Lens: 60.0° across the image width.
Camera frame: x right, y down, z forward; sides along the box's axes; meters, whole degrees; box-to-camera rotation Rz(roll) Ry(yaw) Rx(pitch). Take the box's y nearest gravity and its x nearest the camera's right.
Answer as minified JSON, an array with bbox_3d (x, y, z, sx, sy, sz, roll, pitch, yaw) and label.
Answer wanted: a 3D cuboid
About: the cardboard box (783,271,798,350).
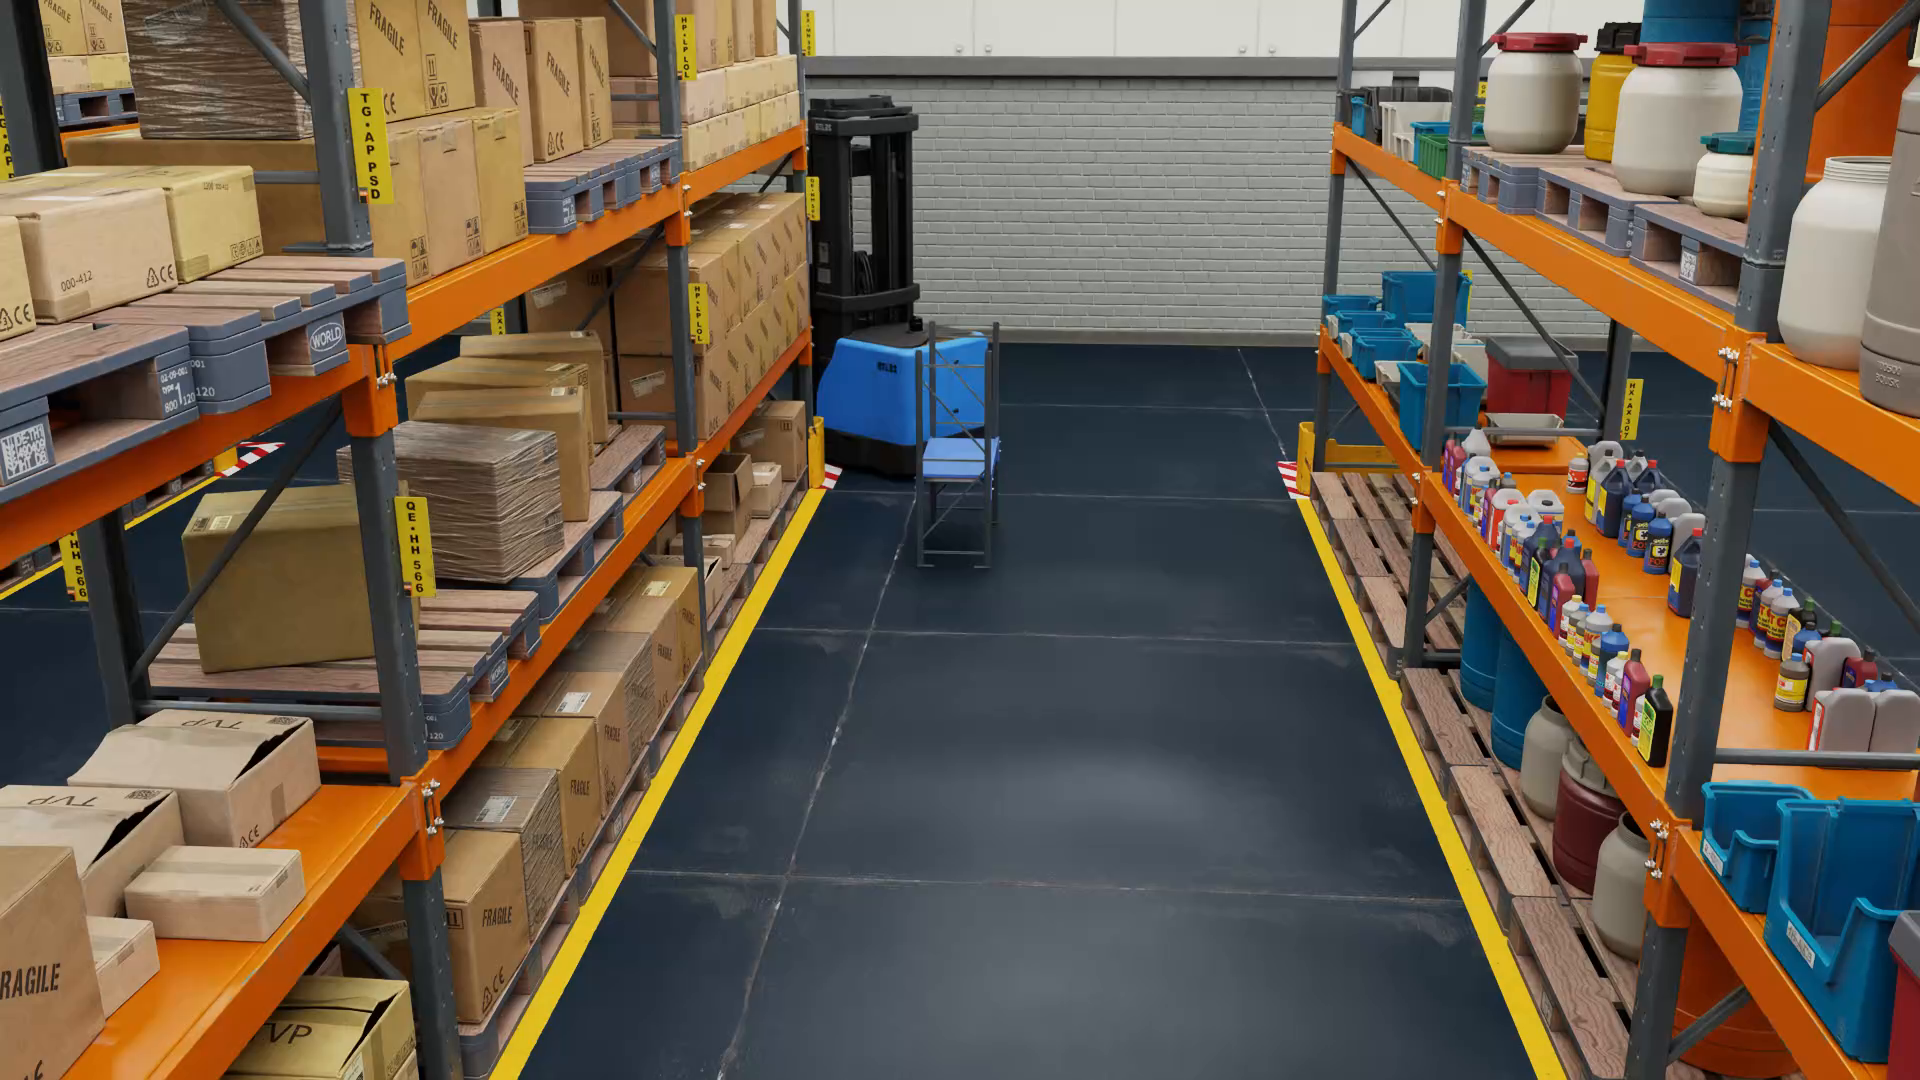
[{"bbox_3d":[-1.469,-1.664,12.023,0.500,0.500,0.500,1,18,4],"label":"cardboard box"}]

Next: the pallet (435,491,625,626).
[{"bbox_3d":[-2.113,0.049,7.264,1.003,0.211,1.213,1,18,4],"label":"pallet"}]

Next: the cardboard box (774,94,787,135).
[{"bbox_3d":[-1.495,-2.956,11.551,0.500,0.250,0.500,1,18,4],"label":"cardboard box"}]

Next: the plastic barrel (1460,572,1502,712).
[{"bbox_3d":[2.923,0.398,8.588,0.600,0.901,0.708,1,18,4],"label":"plastic barrel"}]

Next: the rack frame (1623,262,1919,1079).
[{"bbox_3d":[2.692,0.674,5.049,1.000,3.000,0.127,1,18,4],"label":"rack frame"}]

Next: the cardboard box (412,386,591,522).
[{"bbox_3d":[-2.026,-0.377,7.422,0.700,0.500,0.500,-3,18,-10],"label":"cardboard box"}]

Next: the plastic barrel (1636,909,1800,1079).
[{"bbox_3d":[2.710,1.353,5.787,0.600,0.830,0.708,1,18,4],"label":"plastic barrel"}]

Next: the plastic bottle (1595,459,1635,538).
[{"bbox_3d":[3.082,-0.198,7.790,0.144,0.351,0.185,1,18,4],"label":"plastic bottle"}]

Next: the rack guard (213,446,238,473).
[{"bbox_3d":[-6.614,-0.852,13.719,1.175,0.500,0.348,1,18,4],"label":"rack guard"}]

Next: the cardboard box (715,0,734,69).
[{"bbox_3d":[-1.758,-3.088,9.946,0.700,0.500,0.500,1,18,4],"label":"cardboard box"}]

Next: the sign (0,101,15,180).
[{"bbox_3d":[-2.789,-1.122,4.882,0.100,0.325,0.005,1,18,4],"label":"sign"}]

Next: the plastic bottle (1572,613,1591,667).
[{"bbox_3d":[2.374,0.375,6.281,0.097,0.201,0.097,0,18,0],"label":"plastic bottle"}]

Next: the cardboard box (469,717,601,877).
[{"bbox_3d":[-1.858,1.087,7.095,0.500,0.500,0.500,1,18,3],"label":"cardboard box"}]

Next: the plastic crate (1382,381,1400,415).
[{"bbox_3d":[2.791,-0.820,9.953,0.437,0.125,0.590,1,18,4],"label":"plastic crate"}]

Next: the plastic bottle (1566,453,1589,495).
[{"bbox_3d":[3.147,-0.341,8.467,0.097,0.201,0.097,0,18,0],"label":"plastic bottle"}]

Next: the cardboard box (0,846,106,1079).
[{"bbox_3d":[-2.352,1.036,3.783,0.500,0.500,0.500,0,18,1],"label":"cardboard box"}]

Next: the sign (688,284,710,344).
[{"bbox_3d":[-1.408,-1.219,8.967,0.100,0.325,0.005,1,18,4],"label":"sign"}]

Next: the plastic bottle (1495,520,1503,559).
[{"bbox_3d":[2.464,-0.016,7.473,0.097,0.201,0.097,0,18,0],"label":"plastic bottle"}]

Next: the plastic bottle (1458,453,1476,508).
[{"bbox_3d":[2.521,-0.295,8.213,0.097,0.271,0.097,0,18,0],"label":"plastic bottle"}]

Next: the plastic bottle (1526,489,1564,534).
[{"bbox_3d":[2.651,-0.083,7.559,0.152,0.276,0.135,1,18,4],"label":"plastic bottle"}]

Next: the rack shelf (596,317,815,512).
[{"bbox_3d":[-1.818,-0.960,11.189,1.077,0.370,4.000,1,18,4],"label":"rack shelf"}]

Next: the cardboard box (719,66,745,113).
[{"bbox_3d":[-1.597,-2.728,10.051,0.500,0.250,0.500,1,18,4],"label":"cardboard box"}]

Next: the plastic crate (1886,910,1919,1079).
[{"bbox_3d":[2.271,1.138,3.529,0.402,0.464,0.583,1,18,4],"label":"plastic crate"}]

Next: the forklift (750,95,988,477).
[{"bbox_3d":[-1.190,-2.265,14.129,3.031,2.935,1.130,16,24,39],"label":"forklift"}]

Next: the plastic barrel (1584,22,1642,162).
[{"bbox_3d":[3.116,-1.995,7.400,0.600,0.588,0.600,0,18,0],"label":"plastic barrel"}]

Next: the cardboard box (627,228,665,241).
[{"bbox_3d":[-2.113,-1.681,10.471,0.500,0.500,0.500,1,18,4],"label":"cardboard box"}]

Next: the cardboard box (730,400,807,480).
[{"bbox_3d":[-1.468,-0.769,12.762,0.500,0.500,0.500,1,18,4],"label":"cardboard box"}]

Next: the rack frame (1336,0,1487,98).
[{"bbox_3d":[3.266,-4.662,11.698,1.000,3.000,0.127,1,18,4],"label":"rack frame"}]

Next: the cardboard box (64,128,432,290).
[{"bbox_3d":[-2.250,-1.047,5.324,0.910,0.500,0.500,1,18,4],"label":"cardboard box"}]

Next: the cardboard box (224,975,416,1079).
[{"bbox_3d":[-2.040,1.571,5.153,0.500,0.311,0.500,2,18,5],"label":"cardboard box"}]

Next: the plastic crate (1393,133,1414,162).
[{"bbox_3d":[2.691,-2.272,9.646,0.293,0.136,0.466,1,18,4],"label":"plastic crate"}]

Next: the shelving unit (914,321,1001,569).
[{"bbox_3d":[-0.006,-0.686,11.609,0.538,1.500,1.048,1,18,4],"label":"shelving unit"}]

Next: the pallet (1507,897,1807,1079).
[{"bbox_3d":[2.707,1.753,6.234,1.003,0.211,1.213,1,18,4],"label":"pallet"}]

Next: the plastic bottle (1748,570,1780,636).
[{"bbox_3d":[3.174,0.244,6.548,0.061,0.283,0.133,1,18,4],"label":"plastic bottle"}]

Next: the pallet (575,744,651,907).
[{"bbox_3d":[-2.067,1.278,7.683,1.003,0.211,1.213,1,18,4],"label":"pallet"}]

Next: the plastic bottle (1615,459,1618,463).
[{"bbox_3d":[3.292,-0.308,8.364,0.097,0.201,0.097,0,18,0],"label":"plastic bottle"}]

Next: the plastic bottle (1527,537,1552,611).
[{"bbox_3d":[2.400,0.140,6.865,0.061,0.283,0.133,1,18,4],"label":"plastic bottle"}]

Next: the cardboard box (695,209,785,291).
[{"bbox_3d":[-1.500,-1.983,11.391,0.500,0.500,0.500,2,18,5],"label":"cardboard box"}]

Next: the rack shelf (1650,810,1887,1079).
[{"bbox_3d":[2.549,1.637,3.266,1.077,0.370,4.000,1,18,4],"label":"rack shelf"}]

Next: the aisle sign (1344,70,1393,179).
[{"bbox_3d":[2.975,-3.075,12.316,0.394,0.787,0.004,1,18,4],"label":"aisle sign"}]

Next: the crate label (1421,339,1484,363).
[{"bbox_3d":[3.357,-1.280,11.339,0.396,0.136,0.243,1,18,4],"label":"crate label"}]

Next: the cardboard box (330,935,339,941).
[{"bbox_3d":[-2.415,1.245,6.614,0.500,0.500,0.500,2,18,6],"label":"cardboard box"}]

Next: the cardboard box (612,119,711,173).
[{"bbox_3d":[-1.680,-2.180,9.182,0.500,0.250,0.500,1,18,4],"label":"cardboard box"}]

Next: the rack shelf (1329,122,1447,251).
[{"bbox_3d":[3.122,-2.273,10.381,1.077,0.370,4.000,1,18,4],"label":"rack shelf"}]

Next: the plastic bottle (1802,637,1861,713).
[{"bbox_3d":[3.079,0.462,5.895,0.152,0.276,0.135,1,18,4],"label":"plastic bottle"}]

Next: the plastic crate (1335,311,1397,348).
[{"bbox_3d":[2.872,-1.486,11.813,0.416,0.233,0.300,1,18,4],"label":"plastic crate"}]

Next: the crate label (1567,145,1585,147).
[{"bbox_3d":[3.302,-2.014,8.859,0.293,0.136,0.466,1,18,4],"label":"crate label"}]

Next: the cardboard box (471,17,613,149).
[{"bbox_3d":[-2.071,-2.245,8.146,0.600,0.600,0.600,0,18,-1],"label":"cardboard box"}]

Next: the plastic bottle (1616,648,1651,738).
[{"bbox_3d":[2.312,0.522,5.699,0.061,0.283,0.133,1,18,4],"label":"plastic bottle"}]

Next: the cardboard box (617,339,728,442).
[{"bbox_3d":[-1.653,-0.880,9.631,0.500,0.500,0.500,2,18,5],"label":"cardboard box"}]

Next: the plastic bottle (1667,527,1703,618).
[{"bbox_3d":[2.999,0.128,6.794,0.144,0.351,0.185,1,18,4],"label":"plastic bottle"}]

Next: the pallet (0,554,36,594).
[{"bbox_3d":[-6.770,0.301,10.665,1.003,0.211,1.213,1,18,4],"label":"pallet"}]

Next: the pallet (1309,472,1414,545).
[{"bbox_3d":[3.168,-0.230,12.287,1.003,0.211,1.213,1,18,4],"label":"pallet"}]

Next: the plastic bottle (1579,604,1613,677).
[{"bbox_3d":[2.367,0.372,6.178,0.097,0.271,0.097,0,18,0],"label":"plastic bottle"}]

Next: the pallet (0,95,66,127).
[{"bbox_3d":[-6.743,-2.805,10.990,1.003,0.211,1.213,1,18,4],"label":"pallet"}]

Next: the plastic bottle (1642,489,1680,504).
[{"bbox_3d":[3.211,-0.110,7.640,0.152,0.276,0.135,1,18,4],"label":"plastic bottle"}]
